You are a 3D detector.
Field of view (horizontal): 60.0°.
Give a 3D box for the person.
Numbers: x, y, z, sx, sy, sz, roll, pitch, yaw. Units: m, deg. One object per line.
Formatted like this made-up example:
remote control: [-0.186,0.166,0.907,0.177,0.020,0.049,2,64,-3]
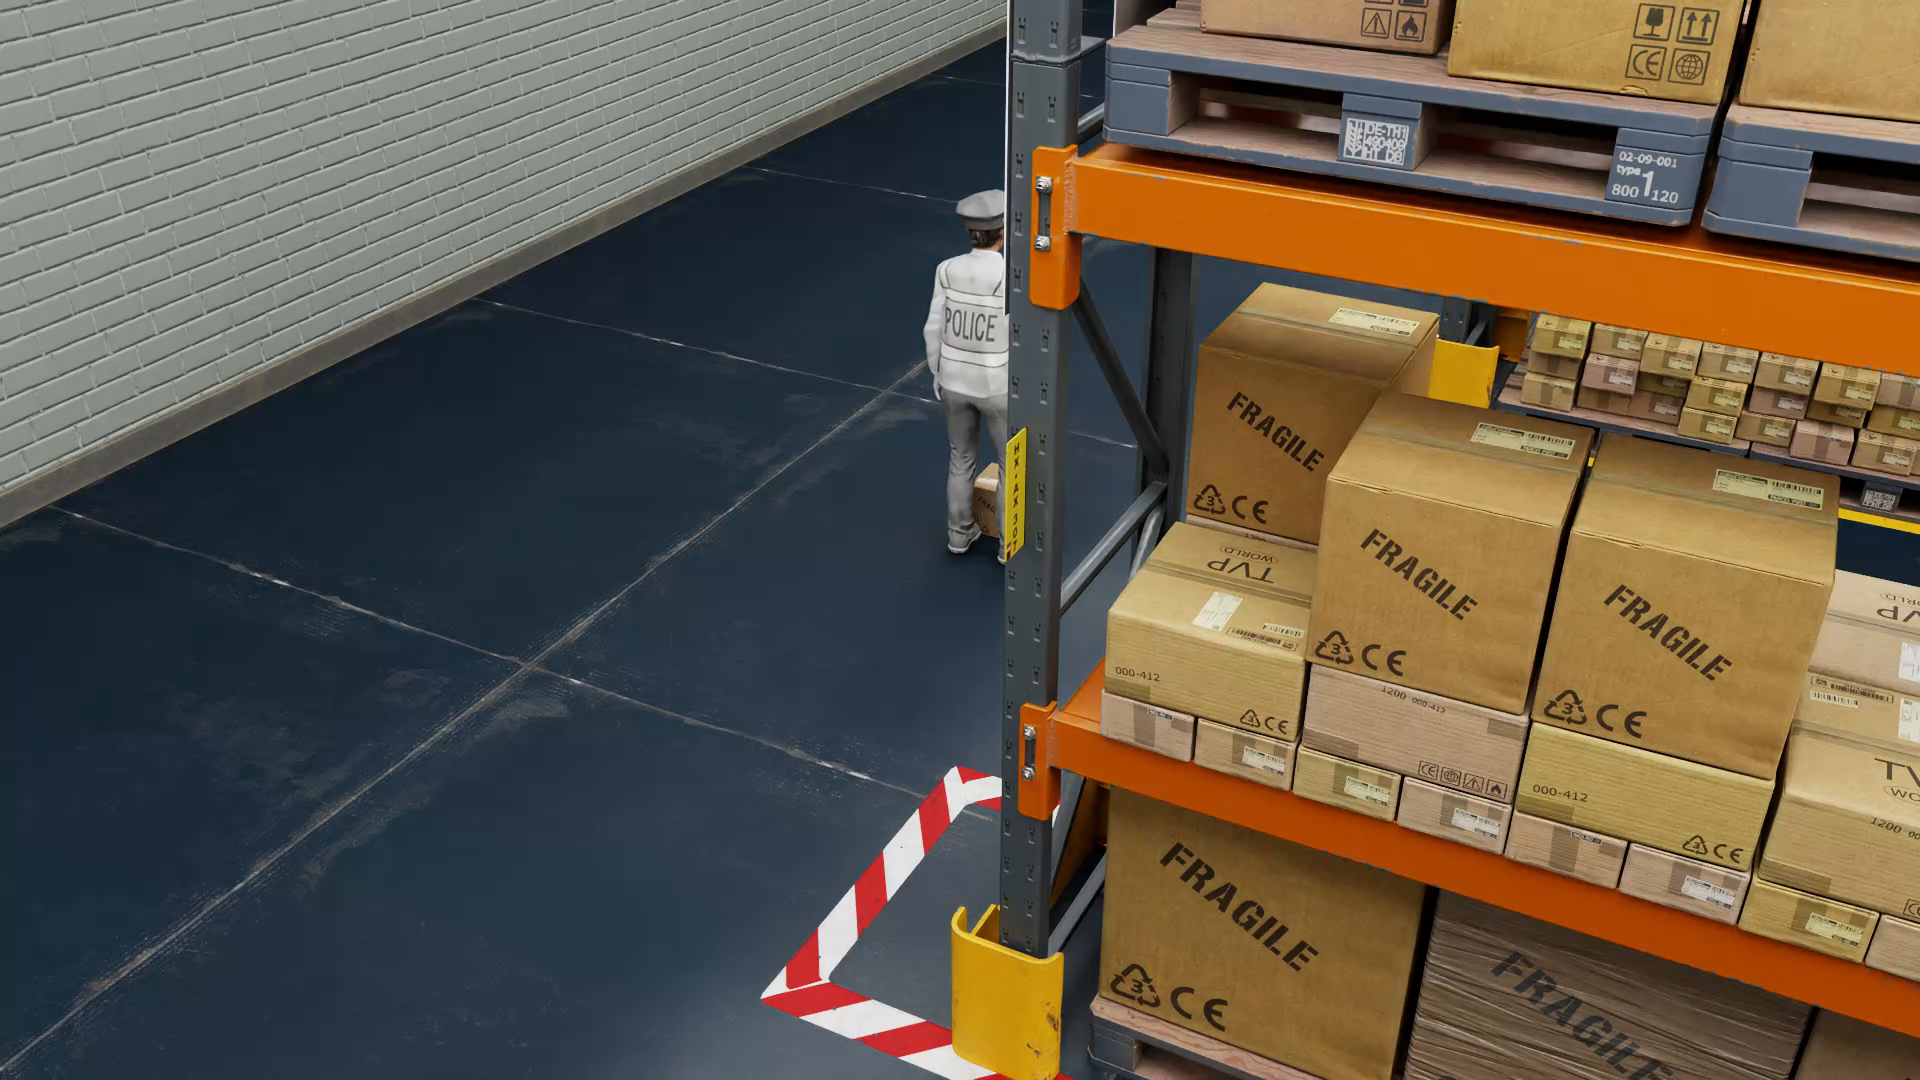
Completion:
person: [0.106,-0.682,7.296,0.535,1.663,0.379,14,33,23]
